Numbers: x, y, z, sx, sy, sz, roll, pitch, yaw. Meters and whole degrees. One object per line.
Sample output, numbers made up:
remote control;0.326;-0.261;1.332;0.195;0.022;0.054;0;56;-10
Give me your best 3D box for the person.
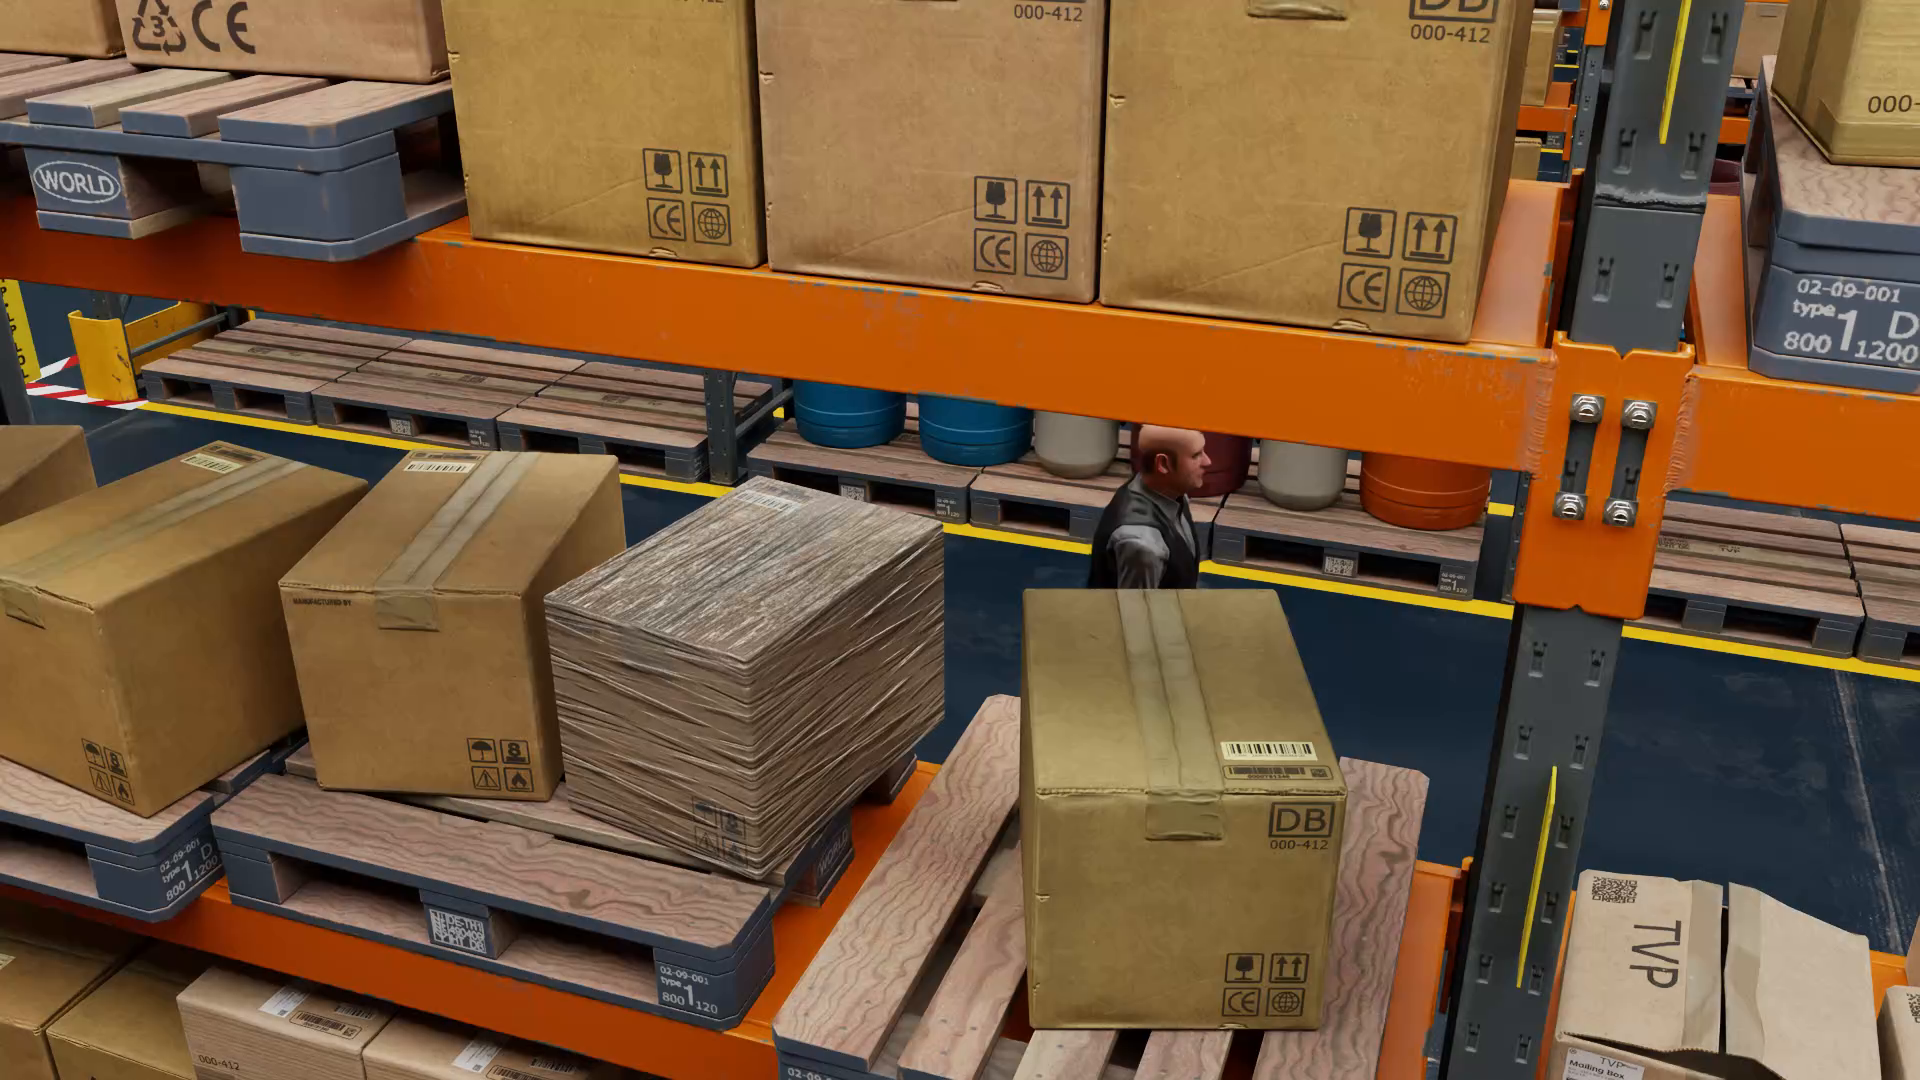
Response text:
person;0.624;0.410;5.273;0.470;1.727;0.551;8;27;16
